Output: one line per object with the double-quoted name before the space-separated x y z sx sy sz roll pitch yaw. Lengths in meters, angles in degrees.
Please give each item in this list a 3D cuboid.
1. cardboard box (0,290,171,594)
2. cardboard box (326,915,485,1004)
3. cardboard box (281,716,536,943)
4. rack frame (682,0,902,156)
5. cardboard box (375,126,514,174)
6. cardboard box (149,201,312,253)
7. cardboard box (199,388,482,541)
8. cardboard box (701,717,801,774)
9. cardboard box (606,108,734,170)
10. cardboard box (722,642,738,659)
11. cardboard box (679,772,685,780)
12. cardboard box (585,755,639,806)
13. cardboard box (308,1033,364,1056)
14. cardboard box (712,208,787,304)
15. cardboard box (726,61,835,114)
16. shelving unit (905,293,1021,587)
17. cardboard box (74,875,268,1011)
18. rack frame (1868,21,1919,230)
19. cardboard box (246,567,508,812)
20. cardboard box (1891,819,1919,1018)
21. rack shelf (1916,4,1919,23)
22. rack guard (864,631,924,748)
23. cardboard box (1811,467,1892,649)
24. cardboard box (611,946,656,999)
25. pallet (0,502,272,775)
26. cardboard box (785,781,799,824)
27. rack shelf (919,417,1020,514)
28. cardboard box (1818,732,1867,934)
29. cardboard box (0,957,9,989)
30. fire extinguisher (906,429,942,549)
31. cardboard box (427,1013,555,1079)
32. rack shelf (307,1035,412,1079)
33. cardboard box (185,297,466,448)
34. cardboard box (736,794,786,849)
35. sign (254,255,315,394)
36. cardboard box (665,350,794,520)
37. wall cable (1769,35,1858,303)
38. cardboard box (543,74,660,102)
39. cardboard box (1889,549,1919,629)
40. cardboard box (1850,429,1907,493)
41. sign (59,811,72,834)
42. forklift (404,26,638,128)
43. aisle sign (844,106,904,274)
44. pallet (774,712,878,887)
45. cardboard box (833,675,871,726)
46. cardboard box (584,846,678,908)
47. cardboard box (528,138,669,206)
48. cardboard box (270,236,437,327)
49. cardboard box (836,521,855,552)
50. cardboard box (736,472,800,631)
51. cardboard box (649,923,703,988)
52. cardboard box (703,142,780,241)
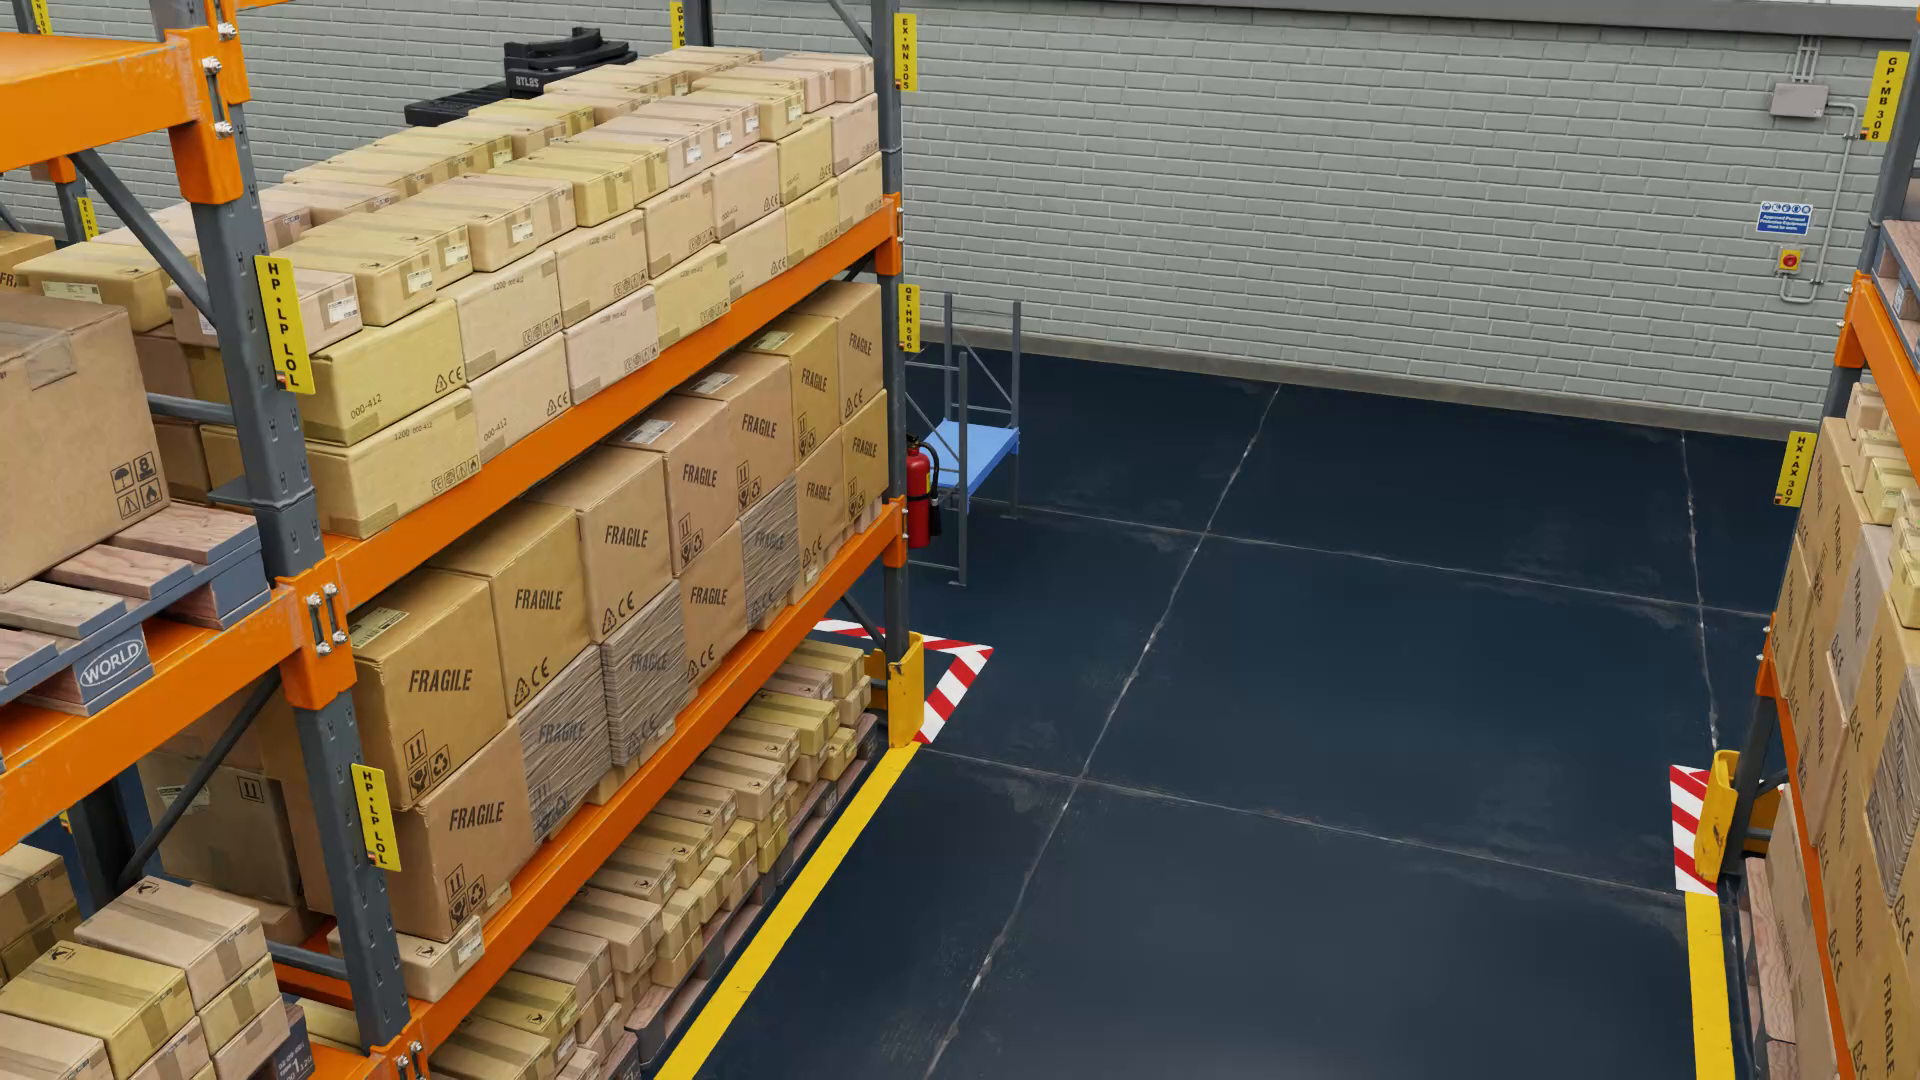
"cardboard box" -2.314 -0.258 3.803 0.700 0.500 0.500 9 27 18
"cardboard box" -1.681 1.230 5.056 0.380 0.149 0.250 10 28 19
"cardboard box" -1.682 0.840 5.117 0.500 0.500 0.500 8 27 16
"rack frame" -0.753 -3.158 6.946 1.000 3.000 0.127 9 27 17
"cardboard box" -1.767 -1.312 5.716 0.380 0.149 0.250 8 27 17
"cardboard box" -2.118 -0.886 4.837 0.380 0.149 0.250 9 27 17
"cardboard box" -1.681 -0.249 4.551 0.500 0.250 0.500 10 28 20
"cardboard box" -0.941 0.940 7.474 0.380 0.149 0.250 8 27 15
"cardboard box" -1.043 -1.444 5.989 0.380 0.149 0.250 9 27 19
"cardboard box" -1.107 0.347 6.880 0.380 0.149 0.250 8 27 15
"cardboard box" -1.504 1.117 7.791 0.380 0.149 0.250 9 27 18
"cardboard box" -1.385 0.791 5.963 0.380 0.149 0.250 9 27 18
"cardboard box" -2.211 1.828 5.639 0.380 0.149 0.250 10 27 19
"cardboard box" -0.996 -1.103 6.315 0.500 0.250 0.500 10 28 20
"cardboard box" -0.741 -1.875 6.880 0.380 0.149 0.250 9 27 18
"shelving unit" -0.028 -0.640 10.351 0.538 1.500 1.048 9 27 17
"cardboard box" -2.034 1.035 4.293 0.380 0.149 0.250 10 28 20
"rack frame" 3.948 -2.482 5.549 1.000 3.000 0.127 9 27 17
"cardboard box" -1.704 0.407 4.864 0.500 0.500 0.500 9 27 19
"cardboard box" 2.690 0.926 4.134 0.500 0.500 0.500 8 27 17
"rack shelf" 3.283 -1.156 4.096 1.077 0.370 4.000 9 27 17
"rack guard" -0.779 0.698 8.734 1.175 0.500 0.348 9 27 17
"cardboard box" 3.355 0.093 5.854 0.500 0.500 0.500 8 27 16
"cardboard box" -1.409 1.601 6.449 0.380 0.149 0.250 10 28 20
"pallet" -2.390 0.159 3.754 1.213 0.211 1.003 9 27 17
"cardboard box" -0.961 1.203 7.614 0.380 0.149 0.250 9 27 18
"rack shelf" -0.028 -0.478 10.429 0.538 0.185 1.000 9 27 17
"cardboard box" 3.039 0.956 5.219 0.500 0.500 0.500 10 27 19
"cardboard box" -2.733 1.178 4.340 0.380 0.149 0.250 8 27 16
"fire extinguisher" -0.234 -0.292 8.427 0.296 0.674 0.183 9 27 17
"cardboard box" -1.627 1.796 5.705 0.380 0.149 0.250 10 28 20
"rack shelf" -2.750 2.332 3.318 1.077 0.370 4.000 9 27 17
"cardboard box" -1.698 -0.485 4.465 0.500 0.250 0.500 10 27 19
"cardboard box" -0.991 1.189 7.300 0.380 0.149 0.250 9 27 18
"sign" -1.560 -0.495 3.843 0.100 0.325 0.005 9 27 17
"cardboard box" -1.004 -0.439 6.612 0.500 0.500 0.500 10 28 20
"wall cable" 5.803 -2.574 11.421 0.585 1.953 0.123 9 27 17
"cardboard box" -1.418 -1.742 6.605 0.380 0.149 0.250 9 27 18
"cardboard box" 3.013 0.168 4.954 0.380 0.149 0.250 8 27 16
"cardboard box" 3.354 -0.255 5.827 0.380 0.149 0.250 10 27 19
"sign" -2.599 0.721 4.826 0.100 0.325 0.005 9 27 17
"forklift" -3.009 -2.030 11.579 3.031 2.935 1.130 13 29 24
"aisle sign" -0.446 -1.614 7.659 0.394 0.787 0.004 9 27 17
"pallet" -1.082 1.157 8.118 1.003 0.211 1.213 9 27 17
"cardboard box" -0.660 0.761 8.185 0.380 0.149 0.250 8 27 16
"cardboard box" -1.349 1.358 6.610 0.380 0.149 0.250 8 27 15
"cardboard box" -1.202 -1.228 5.543 0.380 0.149 0.250 8 27 16
"cardboard box" -1.637 -0.693 4.437 0.380 0.149 0.250 8 27 15
"cardboard box" -0.713 -0.073 7.747 0.380 0.149 0.250 9 27 17
"cardboard box" -0.996 0.006 6.840 0.500 0.500 0.500 9 27 18
"cardboard box" -1.267 1.638 6.715 0.380 0.149 0.250 8 27 16
"cardboard box" -1.009 -1.319 6.188 0.500 0.250 0.500 9 27 18
